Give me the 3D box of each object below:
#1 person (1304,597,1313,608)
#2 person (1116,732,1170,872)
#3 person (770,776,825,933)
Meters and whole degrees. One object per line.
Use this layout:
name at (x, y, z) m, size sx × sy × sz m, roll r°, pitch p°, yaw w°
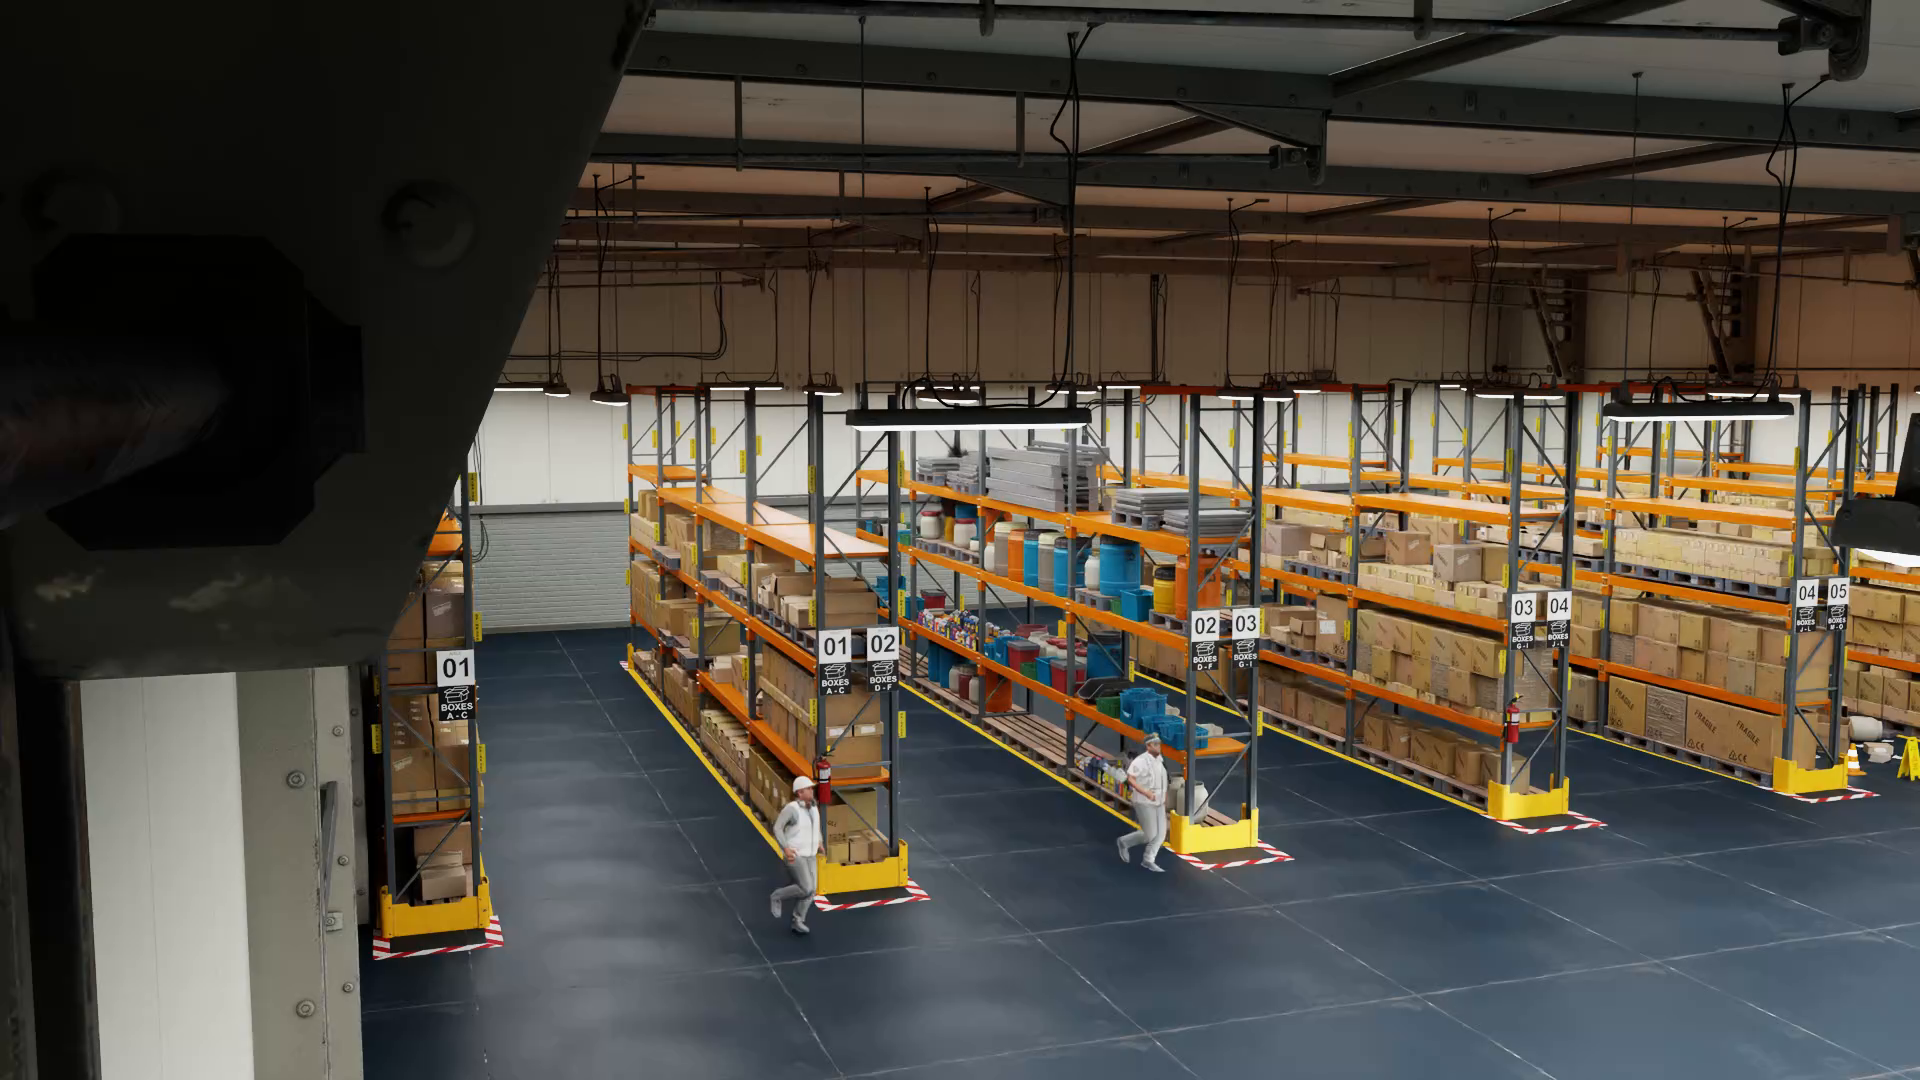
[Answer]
person at (8.610, 1.253, 41.073) m, size 0.606 × 1.626 × 0.943 m, roll -3°, pitch 7°, yaw -29°
person at (2.362, 3.306, 21.134) m, size 0.612 × 1.778 × 0.672 m, roll 5°, pitch 8°, yaw 41°
person at (-1.791, 3.537, 18.905) m, size 0.565 × 1.700 × 0.691 m, roll 4°, pitch 7°, yaw 35°
